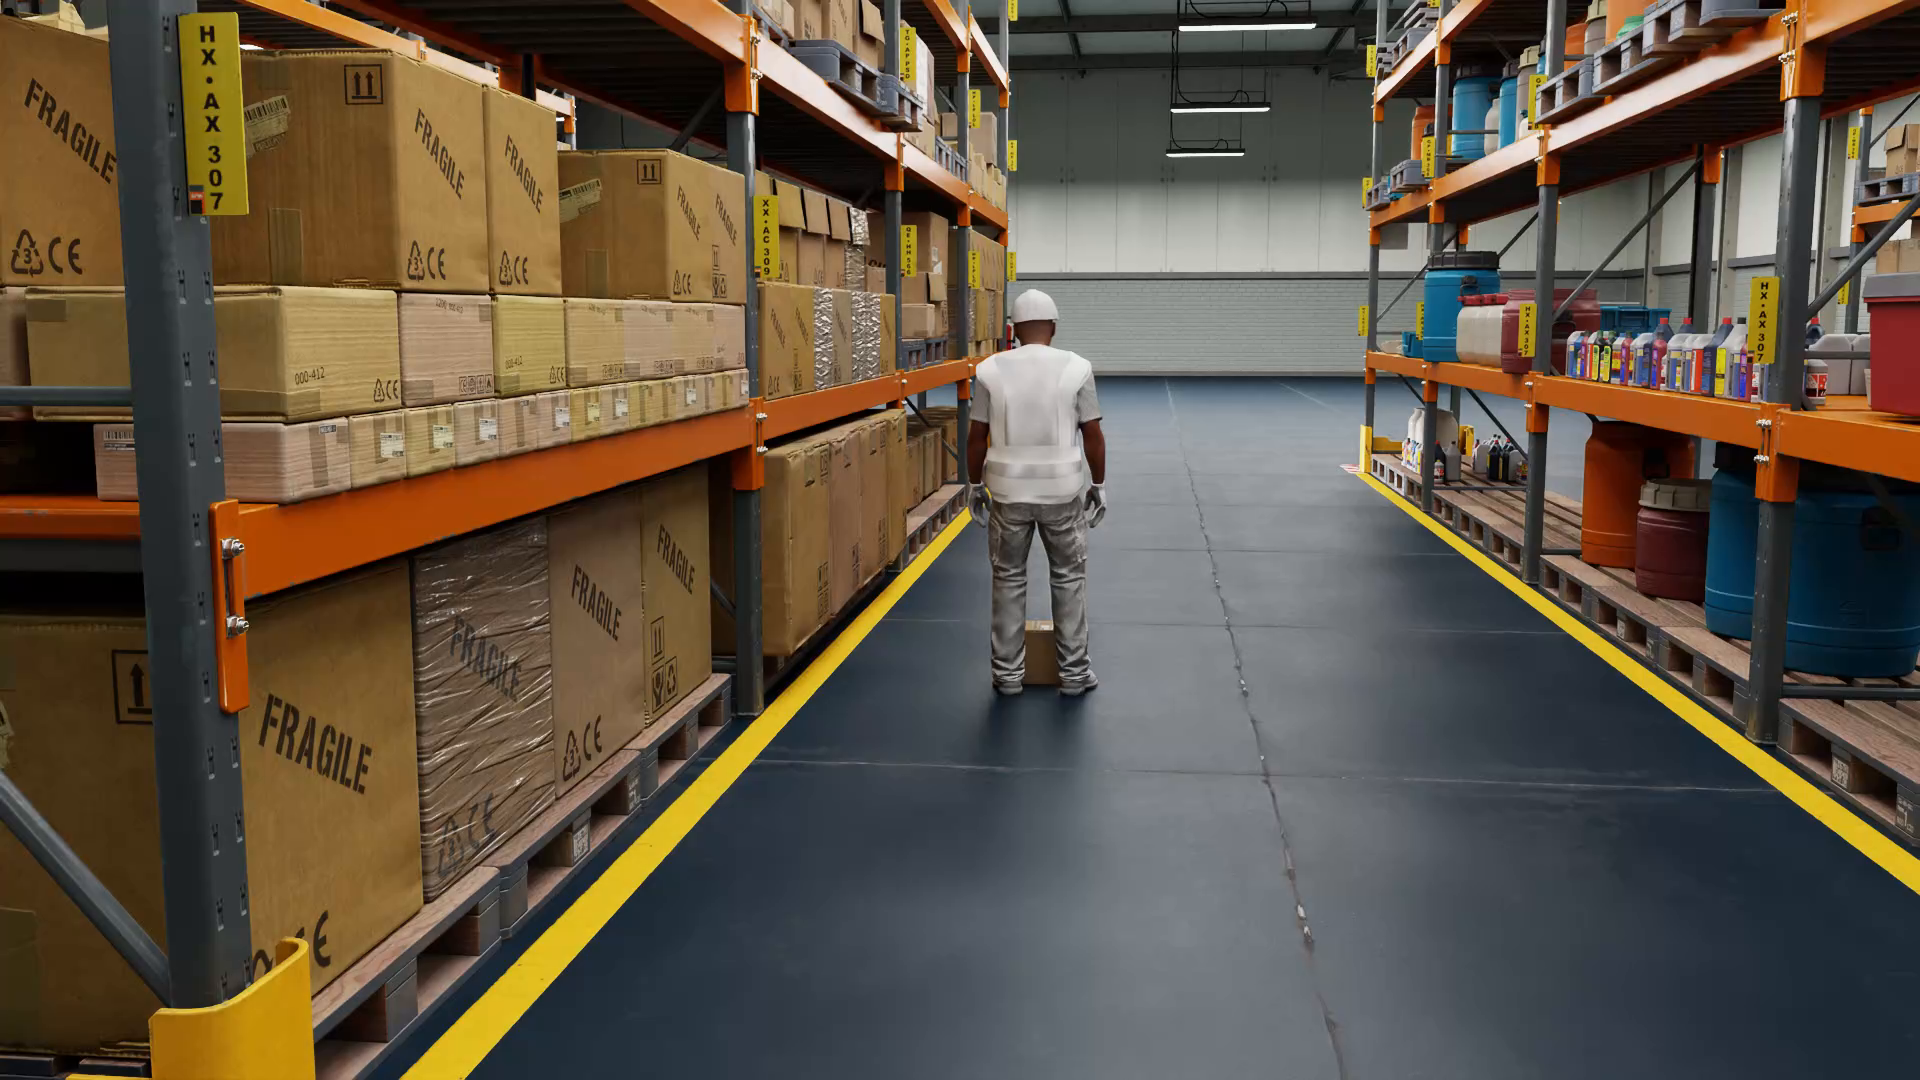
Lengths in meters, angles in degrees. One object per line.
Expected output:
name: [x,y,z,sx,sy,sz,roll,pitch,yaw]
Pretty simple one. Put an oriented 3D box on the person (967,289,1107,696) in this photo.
person: [0.339,-0.208,7.328,0.619,1.775,0.446,1,8,7]
